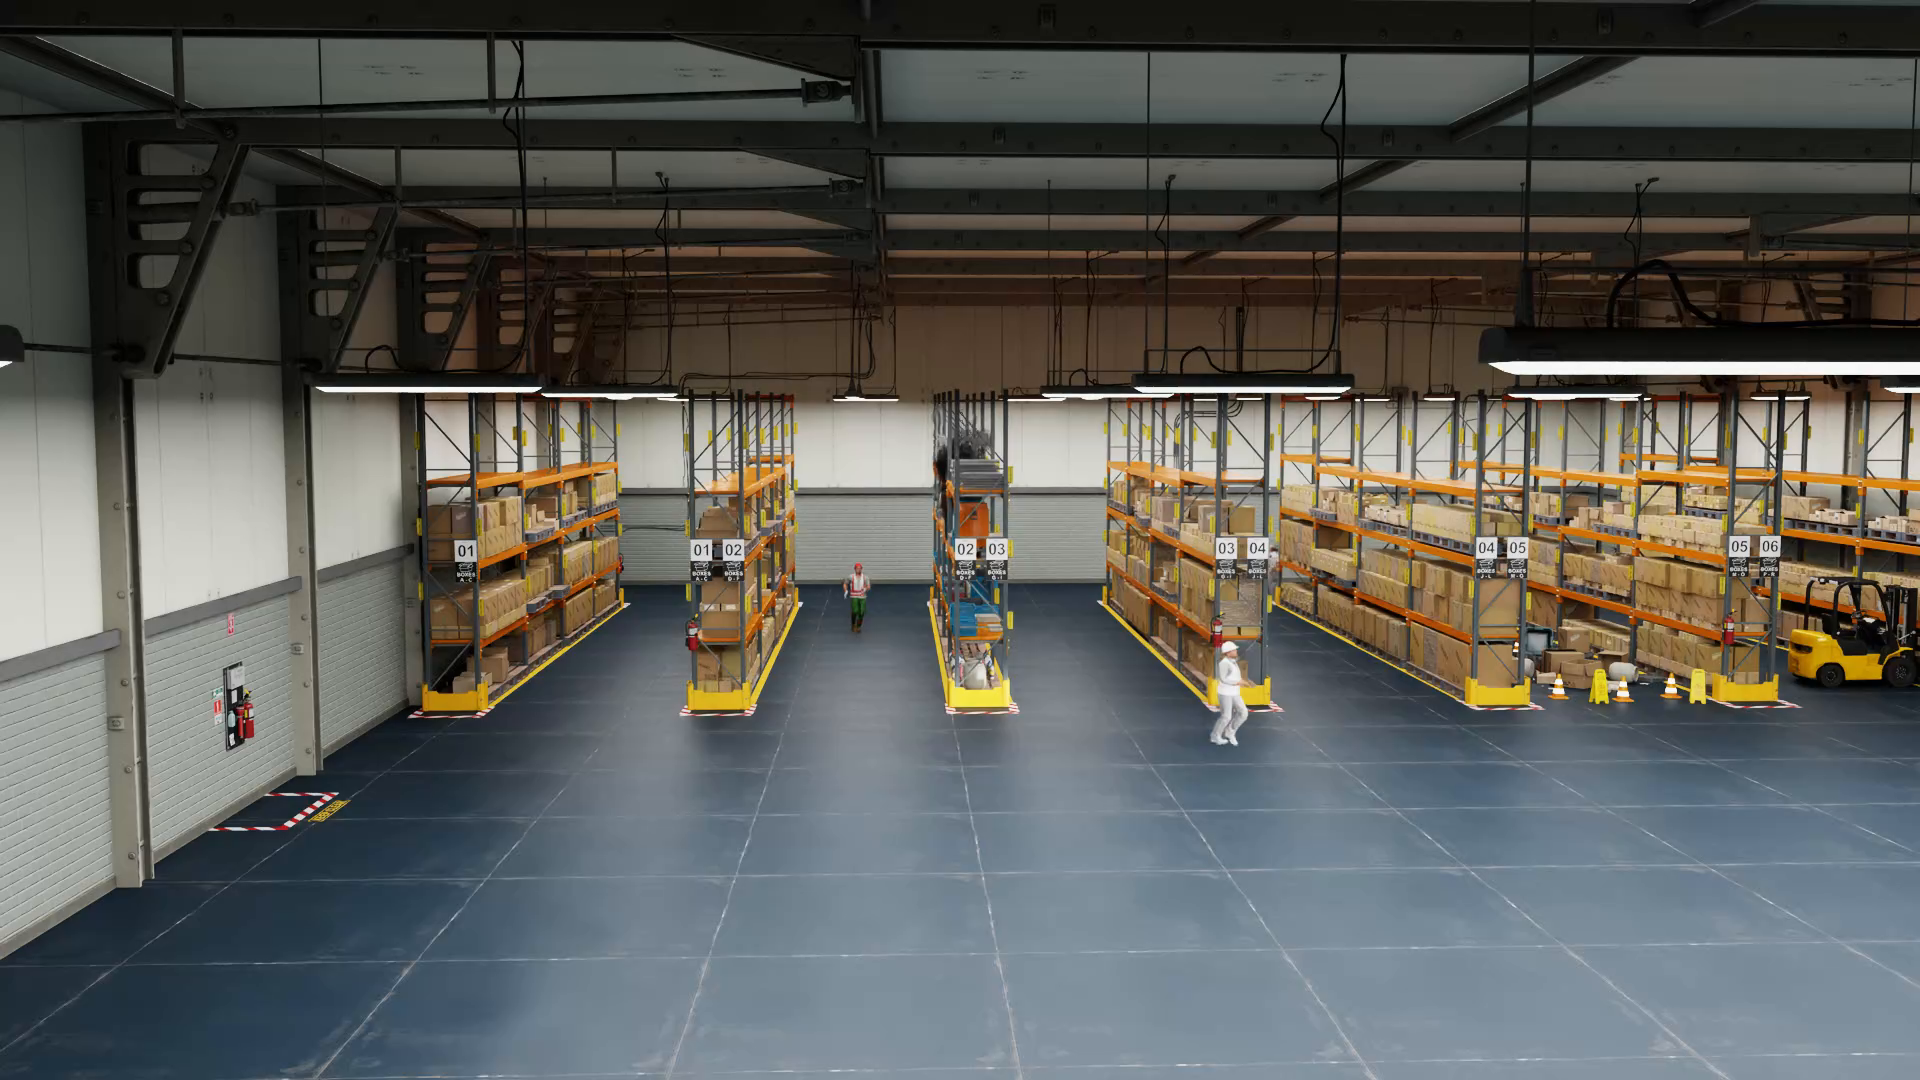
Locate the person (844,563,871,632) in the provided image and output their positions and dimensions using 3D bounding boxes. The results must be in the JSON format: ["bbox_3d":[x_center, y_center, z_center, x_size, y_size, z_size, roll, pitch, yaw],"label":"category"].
[{"bbox_3d":[-2.538,1.446,41.454,0.658,1.740,0.650,-1,5,-15],"label":"person"}]

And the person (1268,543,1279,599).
[{"bbox_3d":[9.222,0.910,49.012,0.508,1.665,0.618,0,5,0],"label":"person"}]

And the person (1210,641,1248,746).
[{"bbox_3d":[4.524,2.583,27.815,0.700,1.781,0.649,3,5,32],"label":"person"}]
